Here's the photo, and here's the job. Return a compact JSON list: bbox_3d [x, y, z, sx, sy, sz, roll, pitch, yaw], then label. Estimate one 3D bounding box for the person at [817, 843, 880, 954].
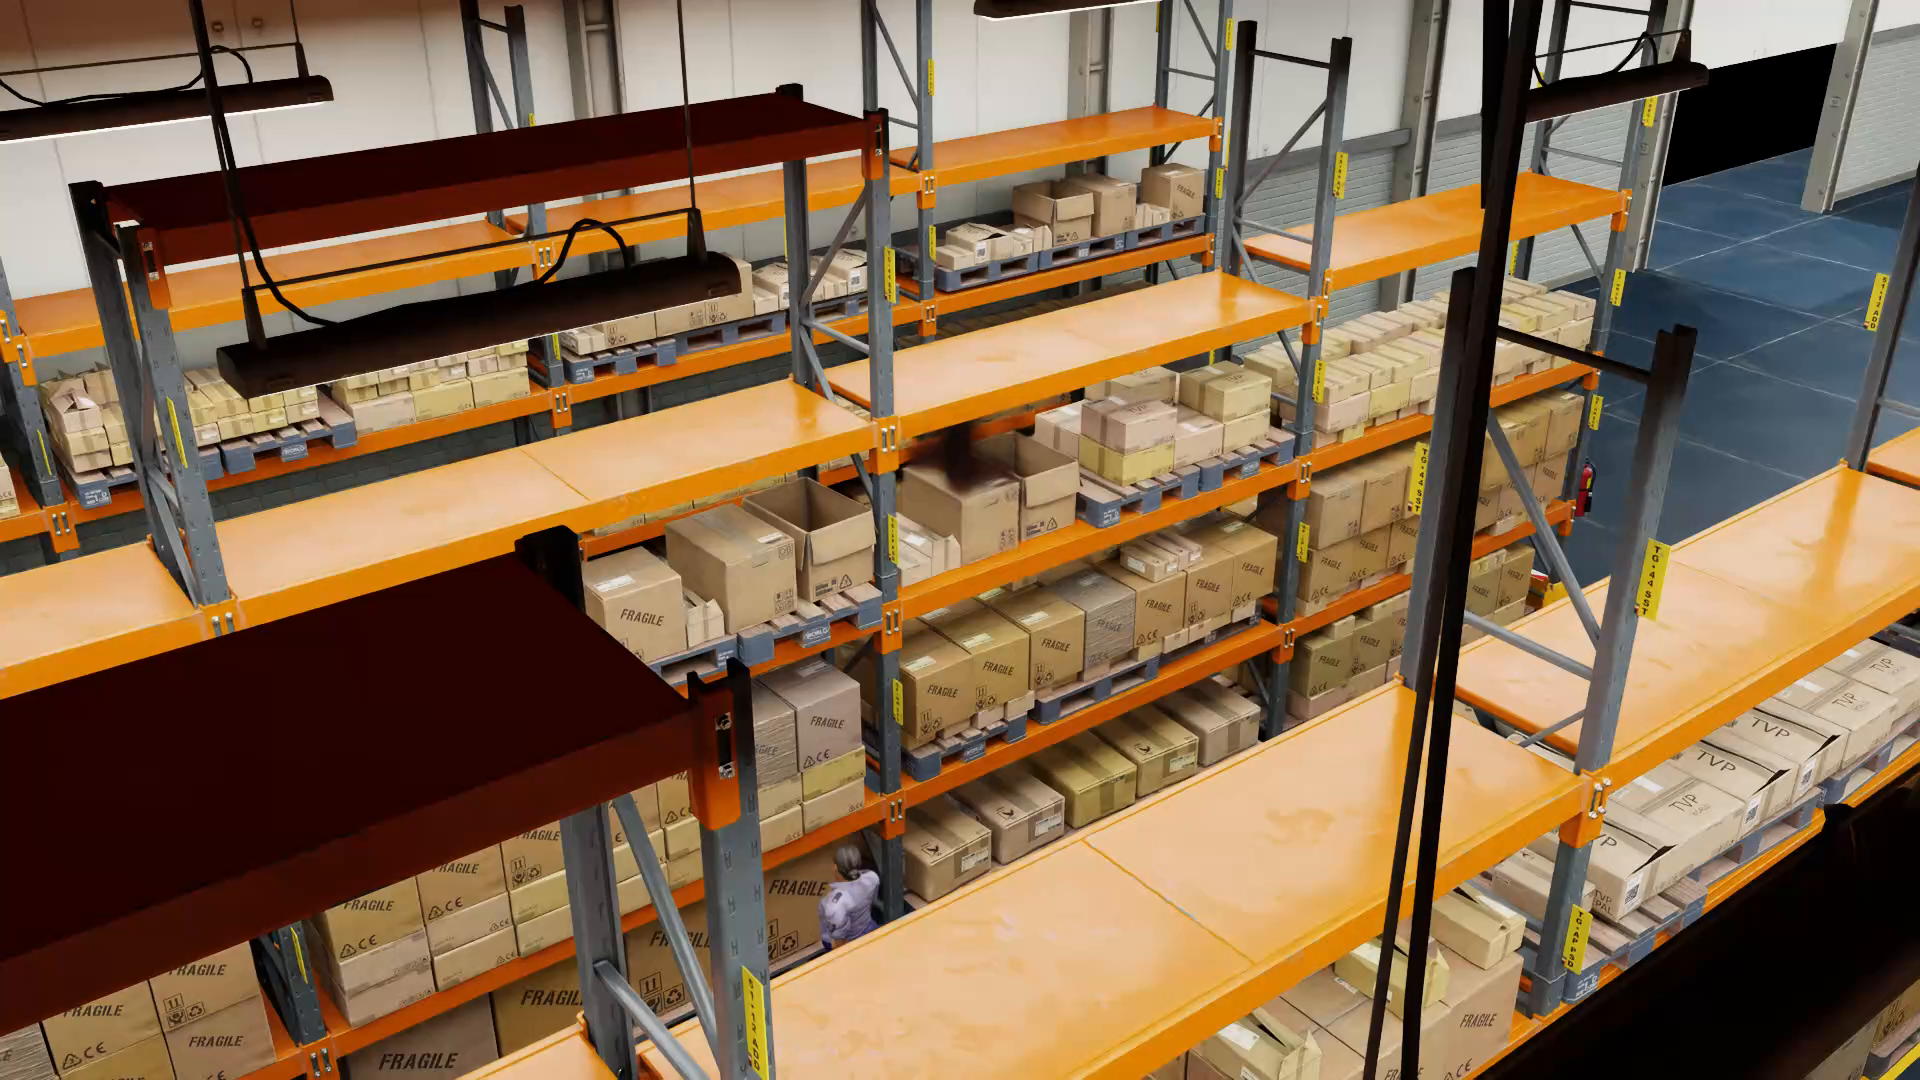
[{"bbox_3d":[-0.673,2.598,10.277,0.407,1.681,0.520,16,30,29],"label":"person"}]
